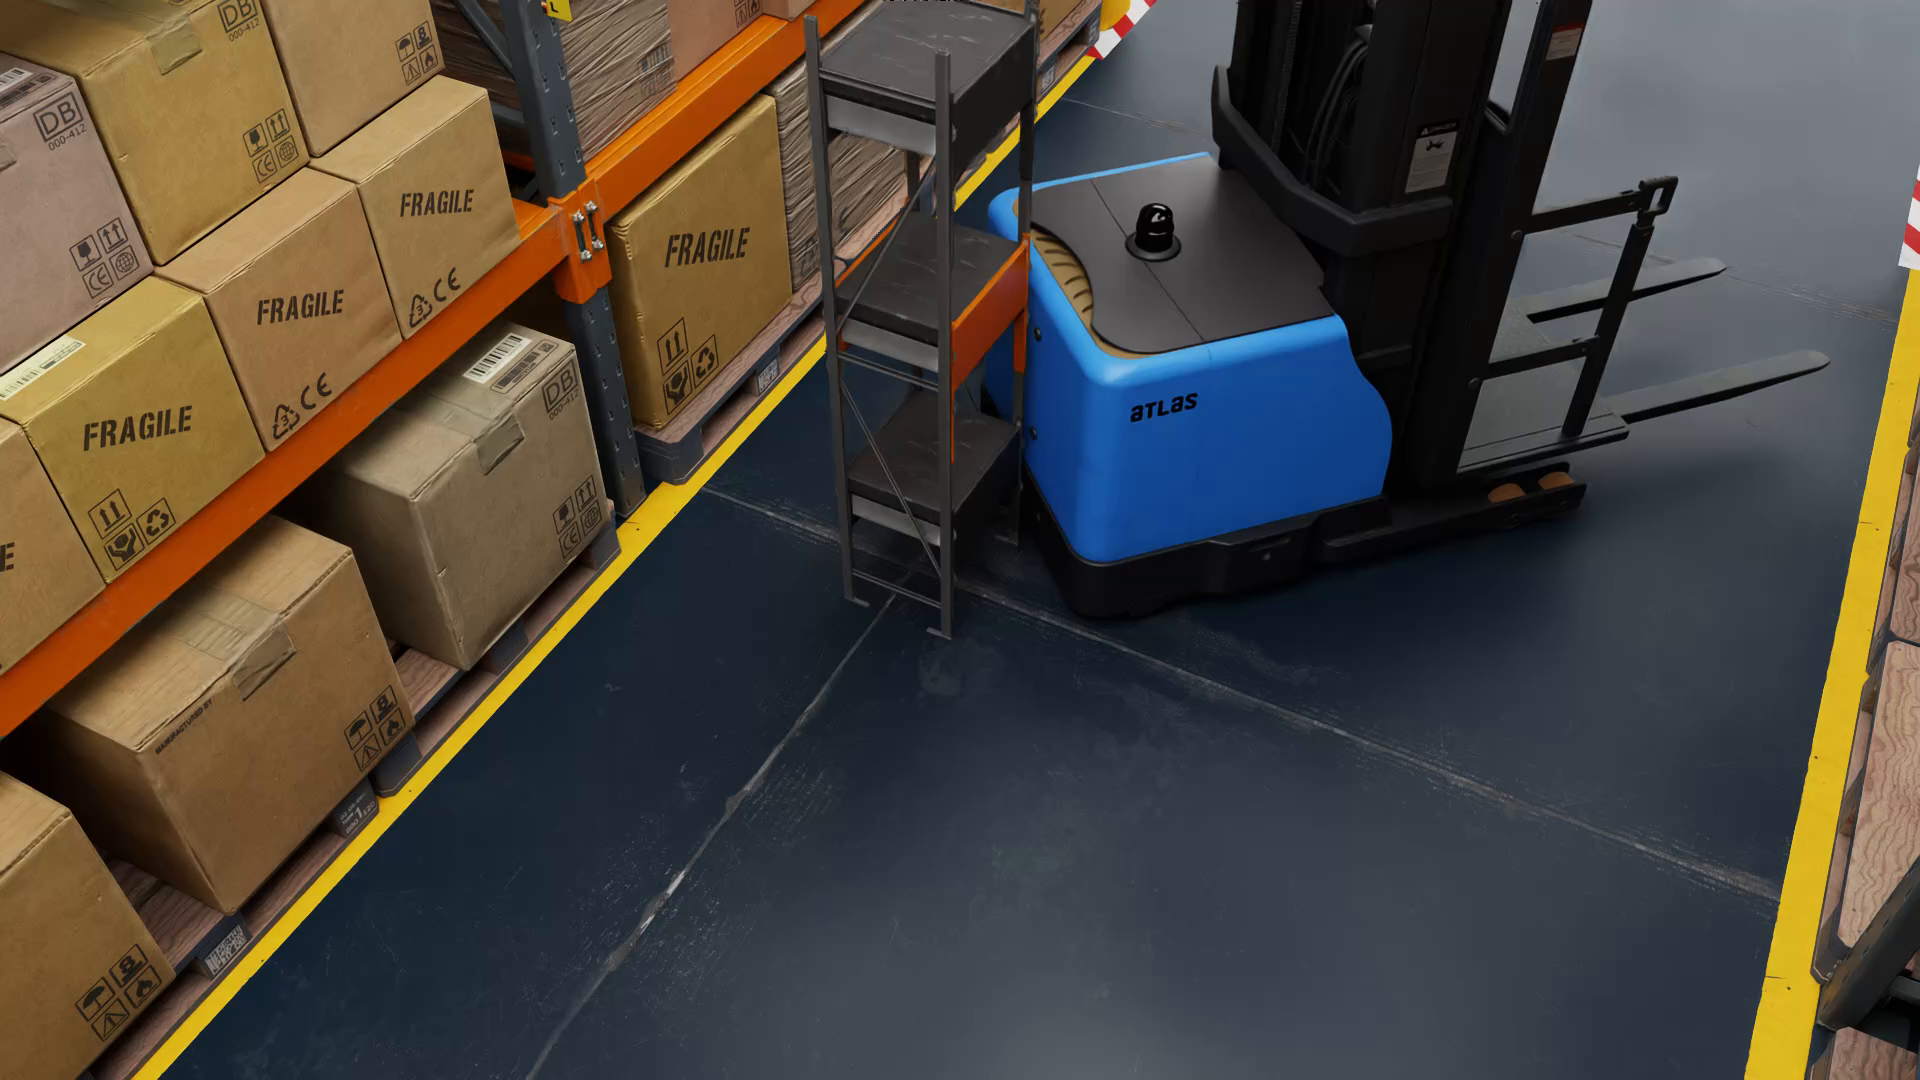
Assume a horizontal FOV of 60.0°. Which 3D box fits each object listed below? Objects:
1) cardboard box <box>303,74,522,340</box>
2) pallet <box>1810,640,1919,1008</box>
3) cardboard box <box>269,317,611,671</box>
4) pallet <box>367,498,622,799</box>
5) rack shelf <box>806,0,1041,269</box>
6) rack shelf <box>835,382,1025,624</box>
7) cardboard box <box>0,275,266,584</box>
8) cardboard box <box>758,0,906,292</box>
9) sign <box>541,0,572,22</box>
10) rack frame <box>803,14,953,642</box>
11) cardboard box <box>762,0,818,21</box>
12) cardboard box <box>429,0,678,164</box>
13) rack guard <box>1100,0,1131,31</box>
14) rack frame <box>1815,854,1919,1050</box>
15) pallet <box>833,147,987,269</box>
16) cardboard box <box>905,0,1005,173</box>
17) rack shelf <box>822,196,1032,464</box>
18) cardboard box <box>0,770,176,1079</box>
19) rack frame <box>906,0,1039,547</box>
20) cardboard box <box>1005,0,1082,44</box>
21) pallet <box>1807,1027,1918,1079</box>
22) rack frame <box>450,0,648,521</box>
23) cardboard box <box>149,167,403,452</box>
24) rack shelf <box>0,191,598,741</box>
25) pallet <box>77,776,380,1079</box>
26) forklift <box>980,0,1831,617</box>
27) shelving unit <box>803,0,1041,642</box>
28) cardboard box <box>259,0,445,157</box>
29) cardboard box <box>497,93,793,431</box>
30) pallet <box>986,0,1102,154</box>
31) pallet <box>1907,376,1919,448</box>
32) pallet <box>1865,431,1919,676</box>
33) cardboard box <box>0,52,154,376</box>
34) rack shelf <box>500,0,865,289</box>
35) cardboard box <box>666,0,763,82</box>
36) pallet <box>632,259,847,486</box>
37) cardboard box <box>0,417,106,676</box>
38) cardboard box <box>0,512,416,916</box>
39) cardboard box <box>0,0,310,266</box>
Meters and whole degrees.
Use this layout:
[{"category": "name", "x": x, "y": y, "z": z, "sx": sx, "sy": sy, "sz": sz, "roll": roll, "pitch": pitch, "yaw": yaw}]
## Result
[{"category": "cardboard box", "x": -1.585, "y": -0.945, "z": 4.505, "sx": 0.500, "sy": 0.500, "sz": 0.500, "roll": 20, "pitch": 49, "yaw": 19}, {"category": "pallet", "x": 3.047, "y": 0.920, "z": 4.692, "sx": 1.003, "sy": 0.211, "sz": 1.213, "roll": 20, "pitch": 49, "yaw": 19}, {"category": "cardboard box", "x": -1.788, "y": -0.263, "z": 5.187, "sx": 1.050, "sy": 0.750, "sz": 0.750, "roll": 20, "pitch": 49, "yaw": 19}, {"category": "pallet", "x": -1.871, "y": 0.164, "z": 5.439, "sx": 1.003, "sy": 0.211, "sz": 1.213, "roll": 20, "pitch": 49, "yaw": 19}, {"category": "rack shelf", "x": -0.089, "y": -1.114, "z": 4.409, "sx": 0.431, "sy": 0.518, "sz": 0.480, "roll": 21, "pitch": 49, "yaw": 19}, {"category": "rack shelf", "x": -0.091, "y": -0.130, "z": 5.405, "sx": 0.431, "sy": 0.518, "sz": 0.480, "roll": 21, "pitch": 49, "yaw": 19}, {"category": "cardboard box", "x": -2.054, "y": -0.308, "z": 3.875, "sx": 0.500, "sy": 0.500, "sz": 0.500, "roll": 21, "pitch": 49, "yaw": 19}, {"category": "cardboard box", "x": -0.811, "y": -1.670, "z": 6.490, "sx": 0.875, "sy": 0.875, "sz": 0.875, "roll": 21, "pitch": 49, "yaw": 19}, {"category": "sign", "x": -1.094, "y": -1.533, "z": 4.398, "sx": 0.100, "sy": 0.325, "sz": 0.005, "roll": 20, "pitch": 49, "yaw": 19}, {"category": "rack frame", "x": -0.204, "y": -0.478, "z": 4.745, "sx": 0.400, "sy": 2.100, "sz": 0.015, "roll": 21, "pitch": 49, "yaw": 19}, {"category": "cardboard box", "x": -0.829, "y": -2.271, "z": 5.780, "sx": 0.875, "sy": 0.550, "sz": 0.550, "roll": 20, "pitch": 49, "yaw": 19}, {"category": "cardboard box", "x": -1.419, "y": -1.616, "z": 5.133, "sx": 0.875, "sy": 0.550, "sz": 0.550, "roll": 20, "pitch": 49, "yaw": 19}, {"category": "rack guard", "x": 0.288, "y": -2.983, "z": 8.347, "sx": 1.175, "sy": 0.500, "sz": 0.348, "roll": 20, "pitch": 49, "yaw": 19}, {"category": "rack frame", "x": 2.767, "y": 0.375, "z": 3.271, "sx": 1.000, "sy": 3.000, "sz": 0.127, "roll": 20, "pitch": 49, "yaw": 19}, {"category": "pallet", "x": -0.592, "y": -1.571, "z": 7.154, "sx": 1.003, "sy": 0.211, "sz": 1.213, "roll": 20, "pitch": 49, "yaw": 19}, {"category": "cardboard box", "x": -0.386, "y": -2.243, "z": 7.057, "sx": 0.875, "sy": 0.875, "sz": 0.875, "roll": 20, "pitch": 49, "yaw": 18}, {"category": "rack shelf", "x": -0.090, "y": -0.622, "z": 4.907, "sx": 0.431, "sy": 0.518, "sz": 0.480, "roll": 21, "pitch": 49, "yaw": 19}, {"category": "cardboard box", "x": -2.671, "y": 0.931, "z": 4.008, "sx": 1.050, "sy": 0.750, "sz": 0.750, "roll": 21, "pitch": 49, "yaw": 20}, {"category": "rack frame", "x": 0.024, "y": -0.785, "z": 5.049, "sx": 0.400, "sy": 2.100, "sz": 0.015, "roll": 21, "pitch": 49, "yaw": 19}, {"category": "cardboard box", "x": 0.021, "y": -2.798, "z": 7.605, "sx": 0.875, "sy": 0.875, "sz": 0.875, "roll": 21, "pitch": 49, "yaw": 19}, {"category": "pallet", "x": 2.407, "y": 1.846, "z": 3.777, "sx": 1.003, "sy": 0.211, "sz": 1.213, "roll": 20, "pitch": 49, "yaw": 19}, {"category": "rack frame", "x": -1.580, "y": -1.327, "z": 4.952, "sx": 1.000, "sy": 3.000, "sz": 0.127, "roll": 20, "pitch": 49, "yaw": 19}, {"category": "cardboard box", "x": -1.820, "y": -0.627, "z": 4.190, "sx": 0.500, "sy": 0.500, "sz": 0.500, "roll": 20, "pitch": 49, "yaw": 19}, {"category": "rack shelf", "x": -2.508, "y": 0.186, "z": 3.963, "sx": 1.077, "sy": 0.370, "sz": 4.000, "roll": 20, "pitch": 49, "yaw": 19}, {"category": "pallet", "x": -2.436, "y": 0.936, "z": 4.677, "sx": 1.003, "sy": 0.211, "sz": 1.213, "roll": 20, "pitch": 49, "yaw": 19}, {"category": "forklift", "x": 1.648, "y": -1.407, "z": 5.080, "sx": 3.031, "sy": 2.935, "sz": 1.130, "roll": -14, "pitch": 47, "yaw": -13}, {"category": "shelving unit", "x": -0.090, "y": -0.631, "z": 4.897, "sx": 0.431, "sy": 2.100, "sz": 0.503, "roll": 21, "pitch": 49, "yaw": 19}, {"category": "cardboard box", "x": -1.805, "y": -1.399, "z": 4.250, "sx": 0.700, "sy": 0.500, "sz": 0.500, "roll": 20, "pitch": 49, "yaw": 18}, {"category": "cardboard box", "x": -1.226, "y": -1.101, "z": 5.927, "sx": 0.875, "sy": 0.875, "sz": 0.875, "roll": 21, "pitch": 49, "yaw": 20}, {"category": "pallet", "x": -0.025, "y": -2.337, "z": 7.911, "sx": 1.003, "sy": 0.211, "sz": 1.213, "roll": 20, "pitch": 49, "yaw": 19}, {"category": "pallet", "x": 4.180, "y": -0.617, "z": 6.212, "sx": 1.003, "sy": 0.211, "sz": 1.213, "roll": 20, "pitch": 49, "yaw": 19}, {"category": "pallet", "x": 3.612, "y": 0.149, "z": 5.455, "sx": 1.003, "sy": 0.211, "sz": 1.213, "roll": 20, "pitch": 49, "yaw": 19}, {"category": "cardboard box", "x": -2.277, "y": -0.756, "z": 3.615, "sx": 0.700, "sy": 0.500, "sz": 0.500, "roll": 21, "pitch": 49, "yaw": 19}, {"category": "rack shelf", "x": -0.651, "y": -2.334, "z": 6.453, "sx": 1.077, "sy": 0.370, "sz": 4.000, "roll": 20, "pitch": 49, "yaw": 19}, {"category": "cardboard box", "x": -1.184, "y": -1.970, "z": 5.482, "sx": 0.875, "sy": 0.550, "sz": 0.550, "roll": 20, "pitch": 49, "yaw": 19}, {"category": "pallet", "x": -1.157, "y": -0.800, "z": 6.392, "sx": 1.003, "sy": 0.211, "sz": 1.213, "roll": 20, "pitch": 49, "yaw": 19}, {"category": "cardboard box", "x": -2.288, "y": 0.012, "z": 3.559, "sx": 0.500, "sy": 0.500, "sz": 0.500, "roll": 20, "pitch": 49, "yaw": 19}, {"category": "cardboard box", "x": -2.239, "y": 0.344, "z": 4.588, "sx": 1.050, "sy": 0.750, "sz": 0.750, "roll": 20, "pitch": 49, "yaw": 19}, {"category": "cardboard box", "x": -2.042, "y": -1.074, "z": 3.929, "sx": 0.700, "sy": 0.500, "sz": 0.500, "roll": 20, "pitch": 49, "yaw": 18}]
